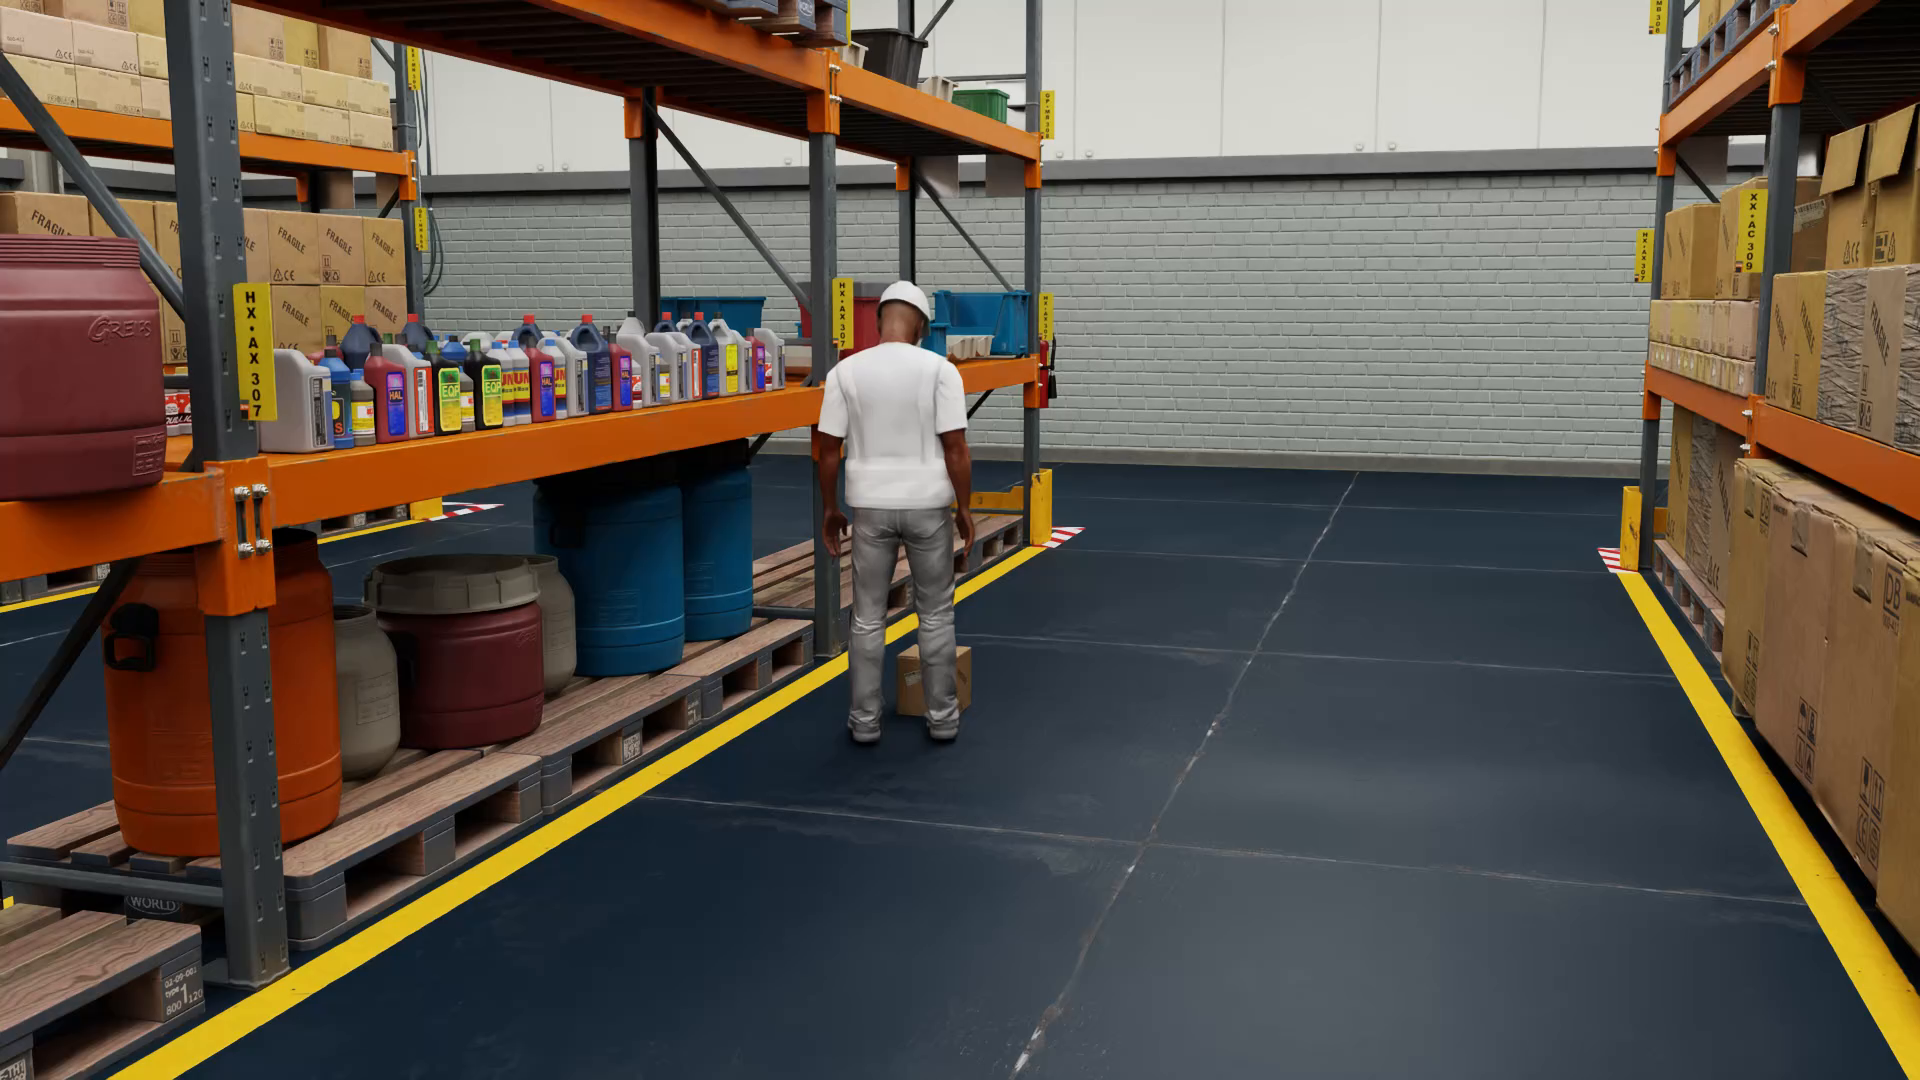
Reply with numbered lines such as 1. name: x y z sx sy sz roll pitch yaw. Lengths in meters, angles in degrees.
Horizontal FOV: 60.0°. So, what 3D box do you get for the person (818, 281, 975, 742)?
1. person: -0.233 -0.110 6.406 0.610 1.750 0.408 1 8 6
